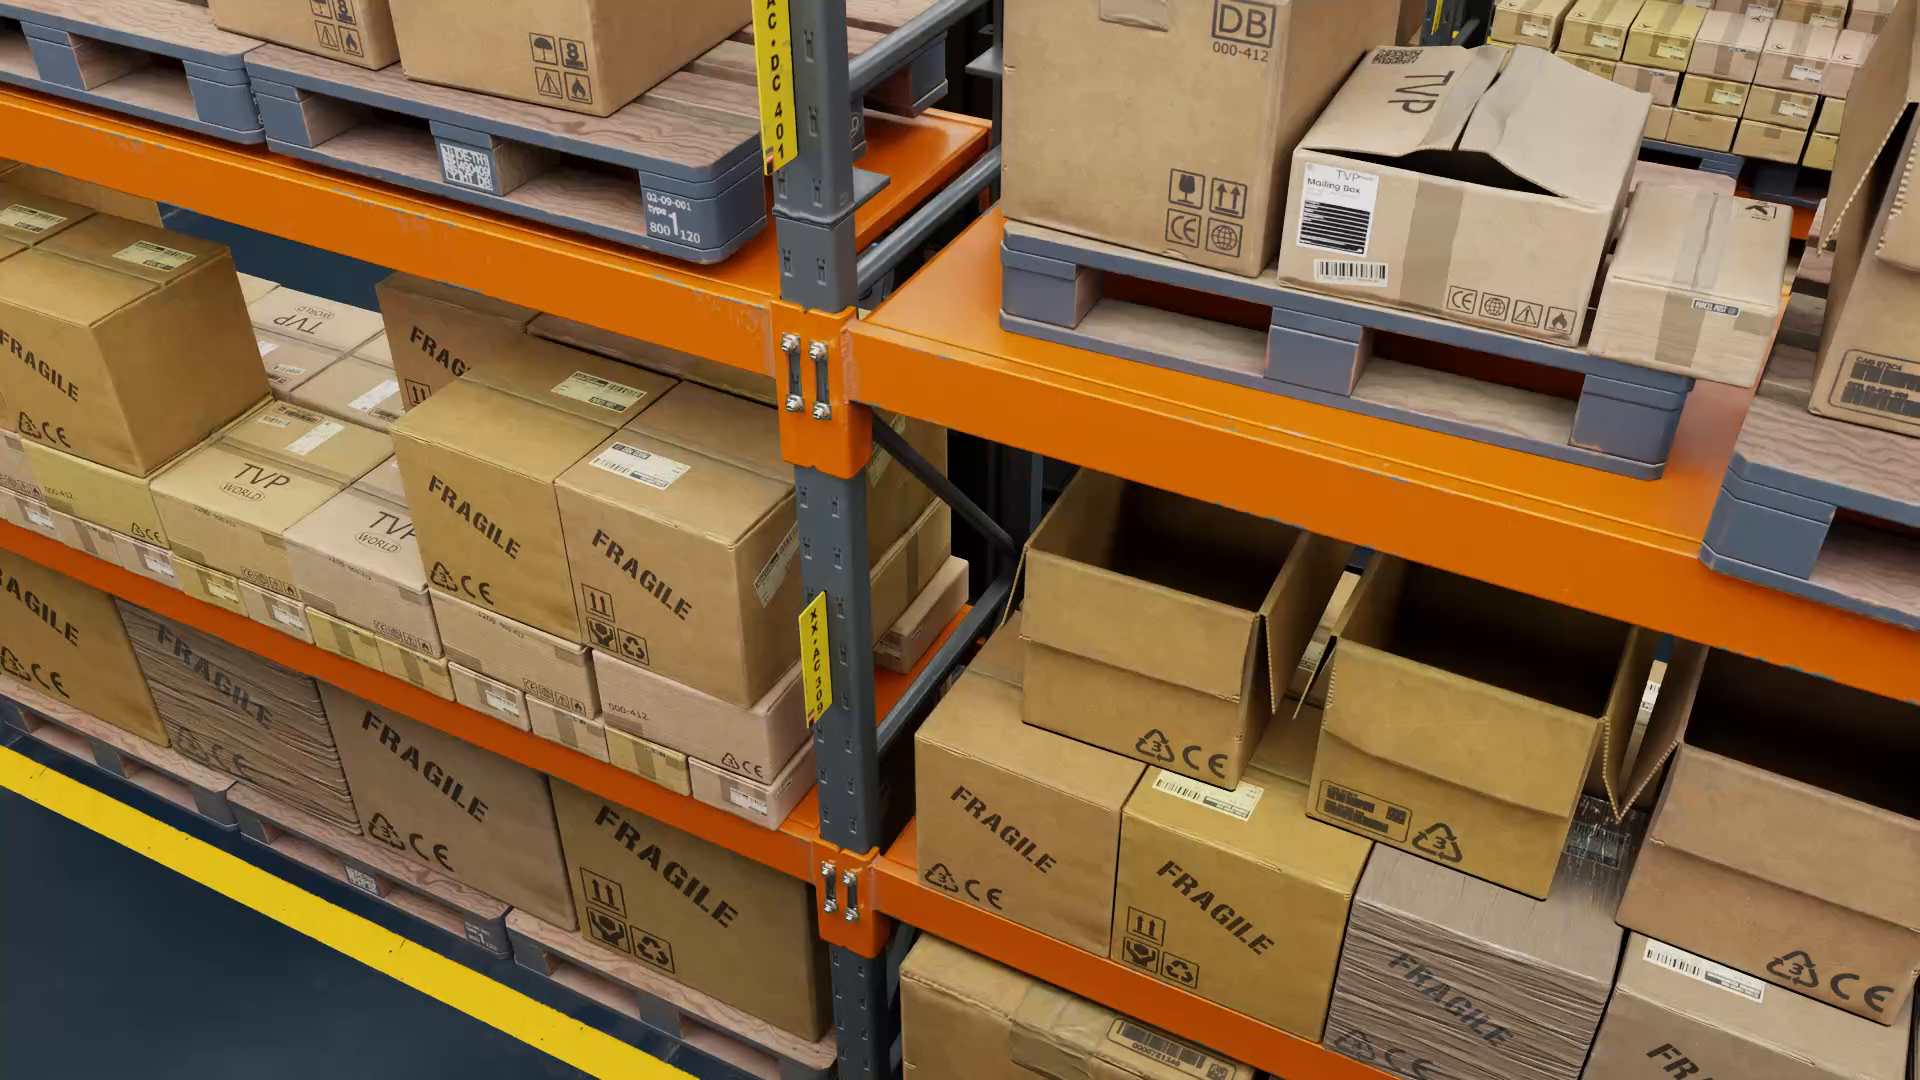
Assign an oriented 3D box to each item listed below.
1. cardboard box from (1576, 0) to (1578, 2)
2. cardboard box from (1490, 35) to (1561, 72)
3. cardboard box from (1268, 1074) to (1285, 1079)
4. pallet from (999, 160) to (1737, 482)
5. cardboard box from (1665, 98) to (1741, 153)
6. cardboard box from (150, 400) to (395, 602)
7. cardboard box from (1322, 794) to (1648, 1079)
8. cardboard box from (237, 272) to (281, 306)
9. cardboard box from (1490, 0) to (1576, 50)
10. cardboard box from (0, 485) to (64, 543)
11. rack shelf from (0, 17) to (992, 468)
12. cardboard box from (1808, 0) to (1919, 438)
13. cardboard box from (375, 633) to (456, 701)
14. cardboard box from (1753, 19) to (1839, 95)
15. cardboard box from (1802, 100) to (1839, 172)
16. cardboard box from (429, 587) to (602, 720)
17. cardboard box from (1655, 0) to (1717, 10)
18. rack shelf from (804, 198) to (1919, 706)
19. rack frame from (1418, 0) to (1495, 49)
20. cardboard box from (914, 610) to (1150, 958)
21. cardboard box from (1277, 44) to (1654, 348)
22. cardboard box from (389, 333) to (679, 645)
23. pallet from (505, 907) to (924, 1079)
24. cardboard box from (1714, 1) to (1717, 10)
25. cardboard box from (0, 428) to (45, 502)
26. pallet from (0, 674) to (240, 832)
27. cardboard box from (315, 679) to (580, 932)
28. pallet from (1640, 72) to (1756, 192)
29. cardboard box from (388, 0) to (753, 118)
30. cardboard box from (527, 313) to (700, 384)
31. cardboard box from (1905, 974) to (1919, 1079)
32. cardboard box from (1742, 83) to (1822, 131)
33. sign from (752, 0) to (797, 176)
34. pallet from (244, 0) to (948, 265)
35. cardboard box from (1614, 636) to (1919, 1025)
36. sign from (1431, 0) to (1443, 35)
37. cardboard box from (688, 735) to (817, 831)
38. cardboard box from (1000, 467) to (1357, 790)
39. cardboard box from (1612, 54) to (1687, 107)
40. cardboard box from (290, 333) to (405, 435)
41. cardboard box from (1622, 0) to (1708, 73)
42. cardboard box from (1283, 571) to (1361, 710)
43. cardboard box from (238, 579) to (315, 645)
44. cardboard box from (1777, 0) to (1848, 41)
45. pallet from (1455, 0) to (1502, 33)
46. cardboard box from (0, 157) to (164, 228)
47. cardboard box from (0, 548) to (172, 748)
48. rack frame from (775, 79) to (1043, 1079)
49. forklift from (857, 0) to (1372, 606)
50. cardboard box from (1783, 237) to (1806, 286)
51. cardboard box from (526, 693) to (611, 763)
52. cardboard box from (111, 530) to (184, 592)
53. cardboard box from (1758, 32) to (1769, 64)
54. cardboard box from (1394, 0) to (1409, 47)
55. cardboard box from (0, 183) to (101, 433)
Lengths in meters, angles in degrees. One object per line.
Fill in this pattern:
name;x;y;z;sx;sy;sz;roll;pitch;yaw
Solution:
cardboard box;2.756;-2.589;7.548;0.250;0.149;0.380;19;41;24
cardboard box;2.448;-2.121;7.177;0.250;0.149;0.380;18;41;22
cardboard box;1.310;1.438;4.285;0.875;0.875;1.225;16;40;20
pallet;0.776;-0.547;3.167;1.217;0.209;0.805;16;40;20
cardboard box;3.139;-1.786;6.983;0.250;0.149;0.380;18;41;22
cardboard box;-1.936;-0.124;4.811;0.500;0.250;0.500;17;40;21
cardboard box;1.123;0.845;3.574;0.500;0.500;0.500;16;40;20
cardboard box;-2.611;-0.694;5.561;0.500;0.250;0.500;17;40;21
cardboard box;2.448;-2.239;7.087;0.250;0.149;0.380;19;41;24
cardboard box;-2.762;-0.179;5.213;0.250;0.149;0.380;17;40;21
rack shelf;-1.837;-1.121;4.360;4.000;0.370;1.077;17;41;21
cardboard box;1.667;-0.504;2.519;0.637;0.503;0.797;17;40;21
cardboard box;-1.397;0.249;4.649;0.250;0.149;0.380;18;41;22
cardboard box;3.373;-1.951;6.707;0.250;0.149;0.380;17;40;21
cardboard box;3.610;-1.642;6.792;0.250;0.149;0.380;17;40;21
cardboard box;-1.035;0.160;4.436;0.500;0.250;0.500;19;41;23
cardboard box;3.223;-2.442;7.354;0.250;0.149;0.380;16;40;20
rack shelf;1.715;-0.009;2.895;4.000;0.370;1.077;17;41;21
rack frame;2.310;-2.291;7.788;0.127;3.000;1.000;17;41;21
cardboard box;0.232;0.566;3.941;0.500;0.500;0.500;18;41;22
cardboard box;0.872;-0.630;2.844;0.500;0.311;0.500;16;40;20
cardboard box;-1.035;-0.140;4.211;0.500;0.500;0.500;18;41;22
pallet;-0.700;1.201;5.494;1.213;0.211;1.003;17;41;21
cardboard box;5.084;-4.169;11.671;0.875;0.875;0.875;19;41;23
cardboard box;-2.846;-0.408;5.185;0.500;0.250;0.500;17;40;21
pallet;-2.867;0.522;6.387;1.213;0.211;1.003;17;41;21
cardboard box;-1.410;0.546;5.460;0.875;0.875;0.875;17;41;21
pallet;2.921;-1.924;7.463;1.213;0.211;1.003;17;41;21
cardboard box;-0.784;-1.284;3.466;0.500;0.500;0.700;15;40;19
cardboard box;-0.803;-0.425;4.587;0.500;0.500;0.500;17;41;21
cardboard box;2.036;1.127;3.201;0.500;0.500;0.500;16;40;20
cardboard box;3.380;-1.832;6.797;0.250;0.149;0.380;19;41;23
sign;-0.315;-0.790;2.836;0.005;0.325;0.100;17;41;21
pallet;-0.783;-1.049;3.744;1.213;0.211;1.003;17;41;21
cardboard box;1.673;0.439;3.279;0.637;0.503;0.797;19;41;23
sign;2.067;-2.343;7.139;0.005;0.325;0.100;17;41;21
cardboard box;-0.483;0.535;4.272;0.250;0.149;0.380;18;41;22
cardboard box;0.510;0.077;3.755;0.637;0.503;0.797;16;40;20
cardboard box;2.908;-1.978;6.989;0.250;0.149;0.380;18;41;23
cardboard box;-1.694;-0.410;5.187;0.500;0.250;0.500;17;41;22
cardboard box;2.925;-2.092;6.894;0.250;0.149;0.380;18;41;22
cardboard box;0.916;0.428;4.122;0.500;0.500;0.500;19;41;23
cardboard box;-1.849;0.106;4.837;0.250;0.149;0.380;18;41;22
cardboard box;3.673;-2.298;7.165;0.250;0.149;0.380;16;40;20
pallet;3.857;-4.120;12.503;1.213;0.211;1.003;17;41;21
cardboard box;-3.060;-1.132;5.518;0.500;0.500;0.500;18;41;22
cardboard box;-3.008;0.045;6.119;0.875;0.875;0.875;17;41;21
rack frame;-0.061;0.344;4.317;0.127;3.000;1.000;17;41;21
forklift;0.568;-1.004;6.149;3.031;2.935;1.130;16;40;20
cardboard box;3.769;-1.123;7.349;0.500;0.250;0.500;19;41;23
cardboard box;-0.939;0.392;4.461;0.250;0.149;0.380;17;40;21
cardboard box;-2.307;-0.037;5.025;0.250;0.149;0.380;17;40;21
cardboard box;3.452;-2.256;7.355;0.250;0.149;0.380;16;40;20
cardboard box;1.750;-2.432;7.645;0.500;0.500;0.500;17;41;22
cardboard box;-2.867;-0.709;4.960;0.500;0.500;0.500;16;40;20
